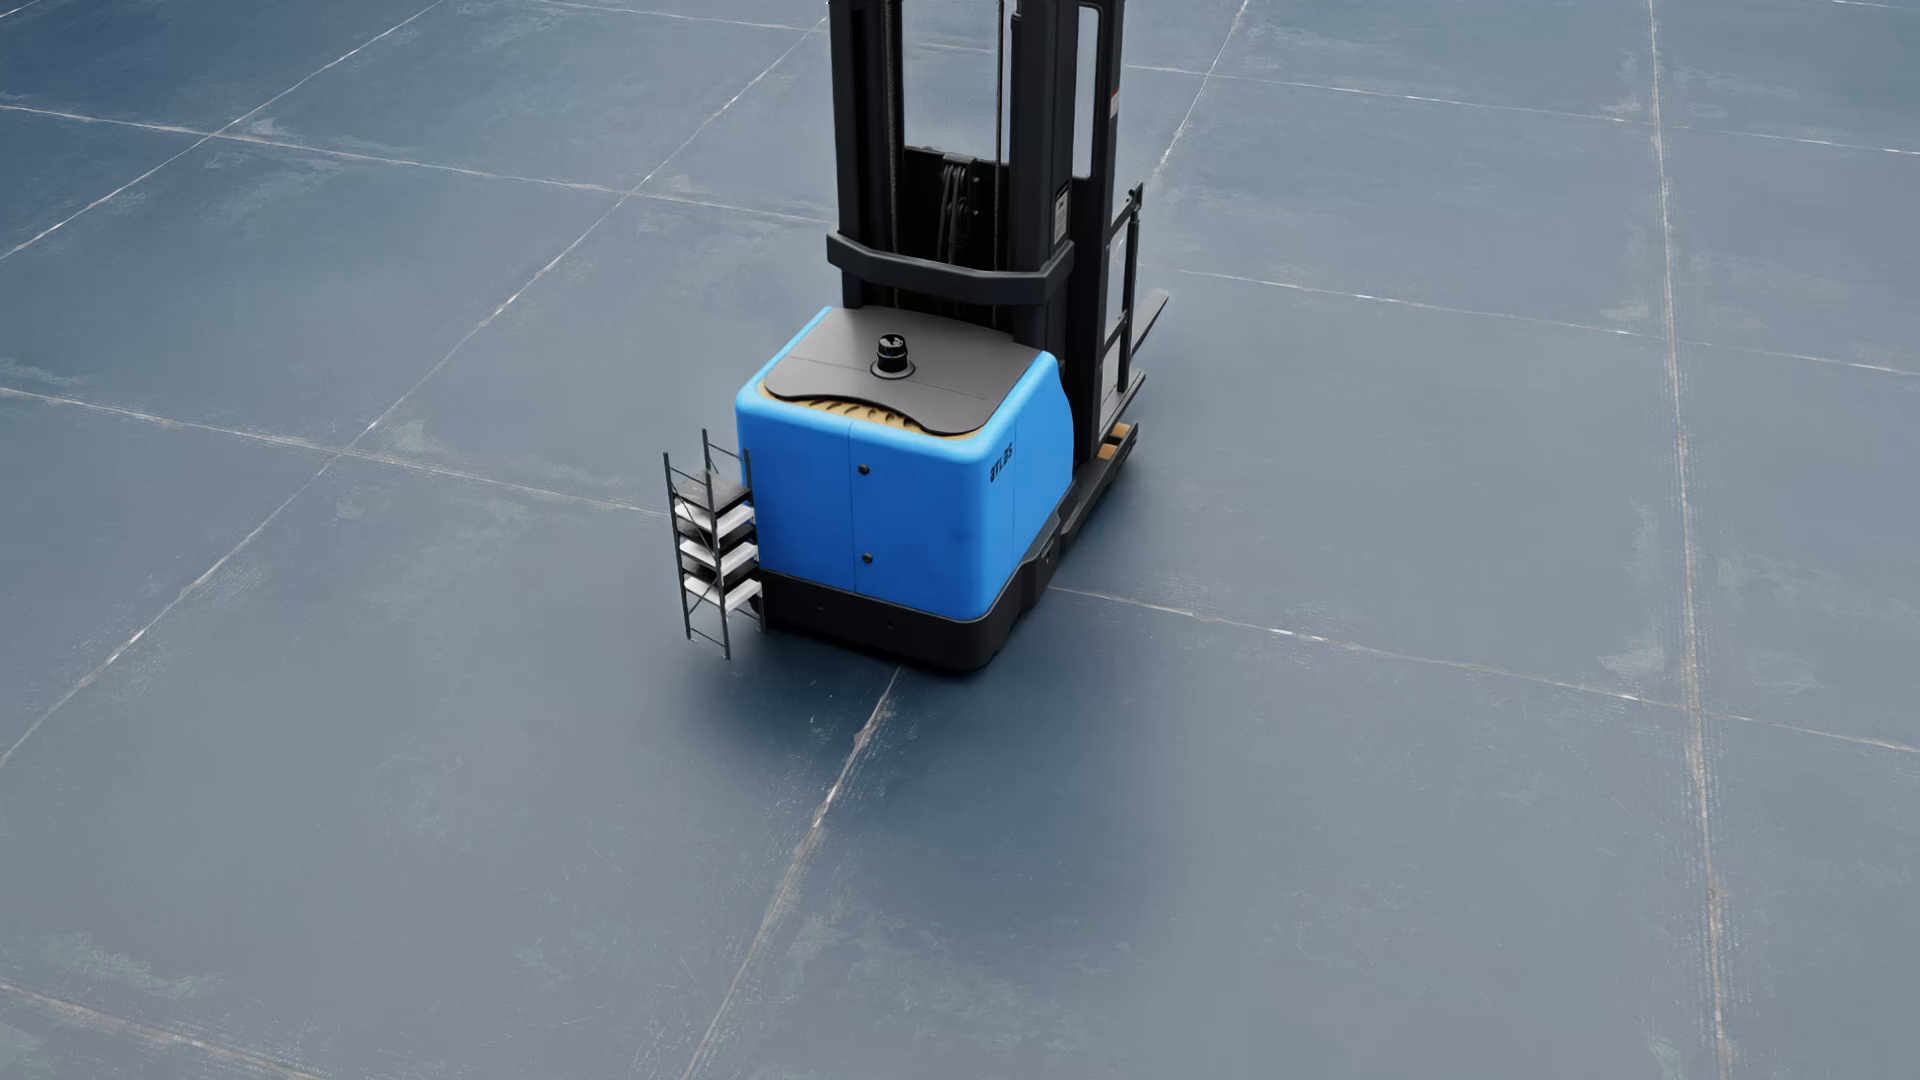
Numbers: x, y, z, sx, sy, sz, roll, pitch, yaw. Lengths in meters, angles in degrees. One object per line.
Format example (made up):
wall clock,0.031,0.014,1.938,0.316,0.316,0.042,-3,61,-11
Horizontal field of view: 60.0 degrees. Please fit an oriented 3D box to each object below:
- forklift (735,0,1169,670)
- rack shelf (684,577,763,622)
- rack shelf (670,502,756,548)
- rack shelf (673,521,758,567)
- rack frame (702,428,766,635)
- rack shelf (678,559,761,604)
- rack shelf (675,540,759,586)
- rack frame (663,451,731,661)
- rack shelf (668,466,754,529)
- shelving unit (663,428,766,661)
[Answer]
forklift,0.182,-1.544,6.876,1.130,2.935,3.031,14,39,18
rack shelf,-0.944,0.199,6.580,0.258,0.077,0.200,25,43,29
rack shelf,-0.945,-0.090,6.365,0.258,0.077,0.200,25,43,29
rack shelf,-0.944,-0.018,6.419,0.258,0.077,0.200,25,43,29
rack frame,-0.882,-0.021,6.517,0.240,0.900,0.006,25,43,29
rack shelf,-0.944,0.127,6.526,0.258,0.077,0.200,25,43,29
rack shelf,-0.944,0.054,6.473,0.258,0.077,0.200,25,43,29
rack frame,-1.006,0.076,6.388,0.240,0.900,0.006,25,43,29
rack shelf,-0.945,-0.163,6.312,0.258,0.077,0.200,25,43,29
shelving unit,-0.944,0.028,6.453,0.258,0.900,0.210,25,43,29
